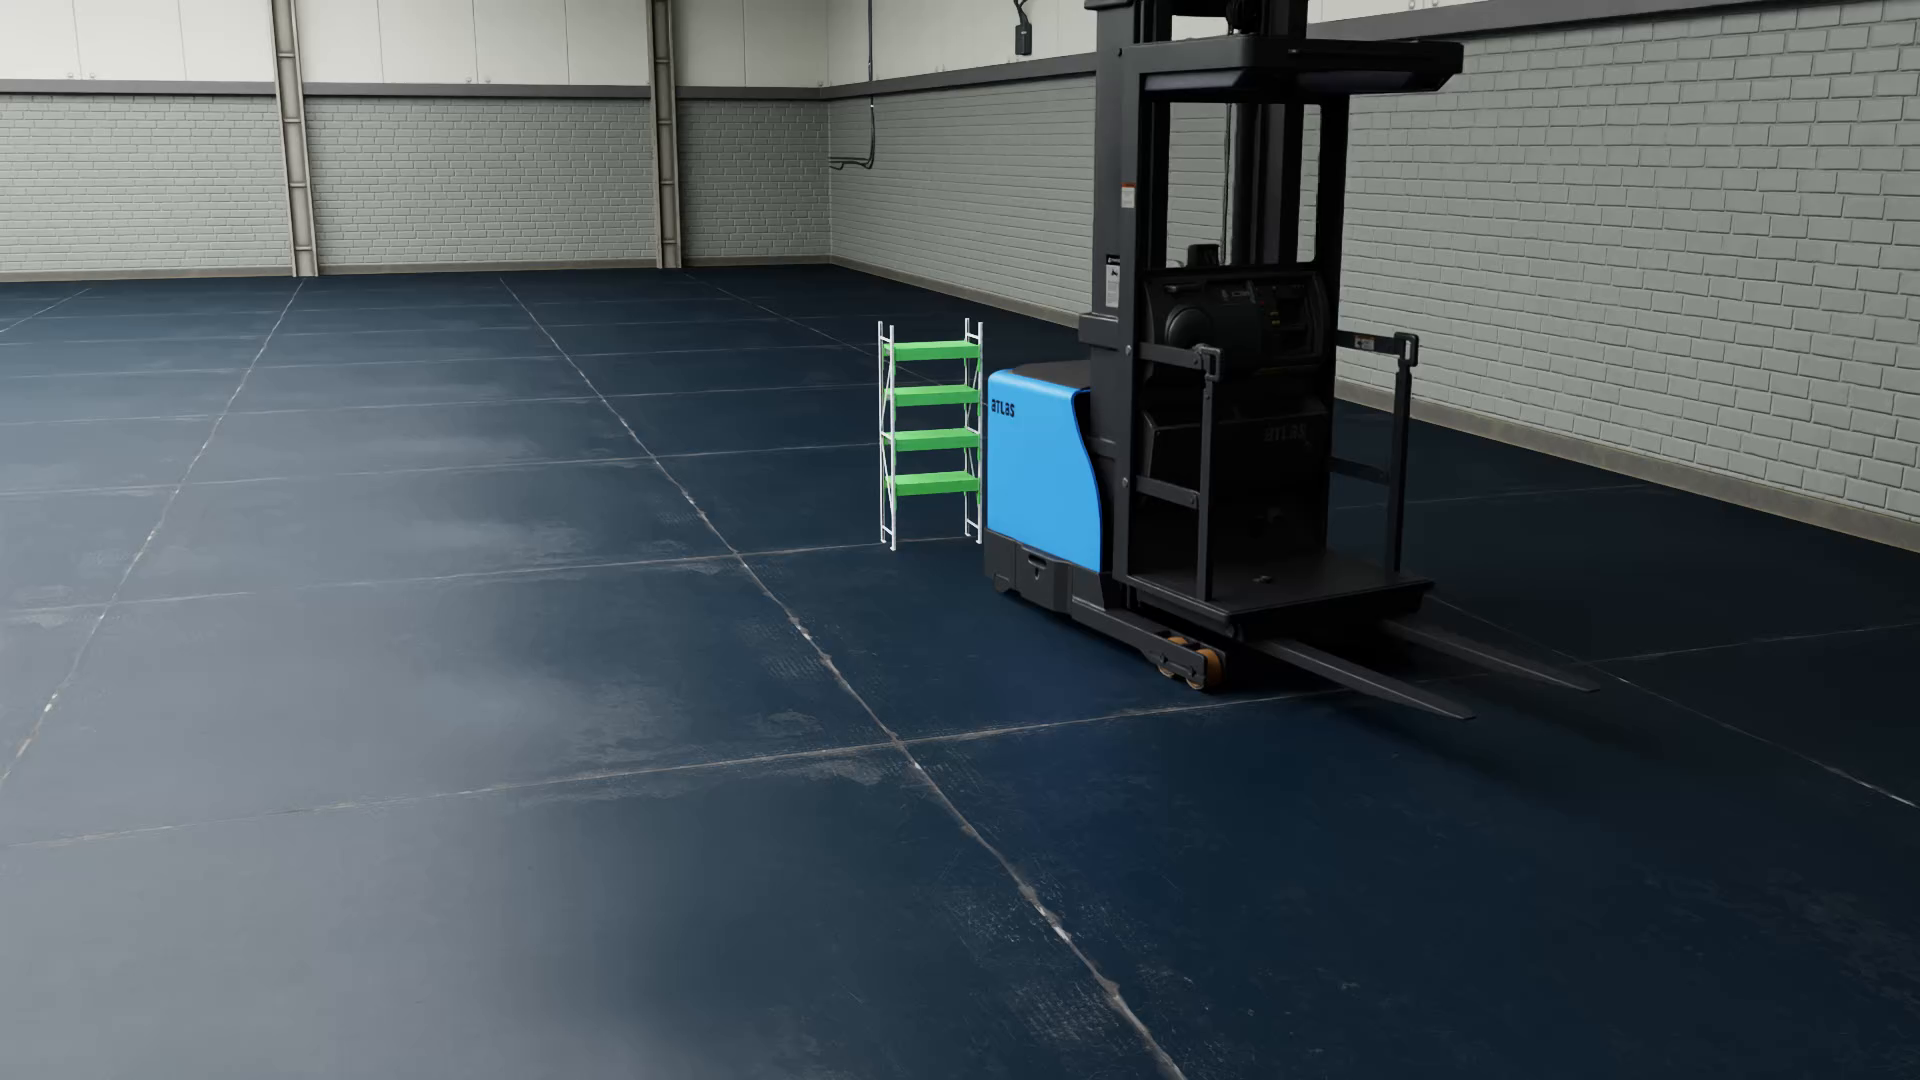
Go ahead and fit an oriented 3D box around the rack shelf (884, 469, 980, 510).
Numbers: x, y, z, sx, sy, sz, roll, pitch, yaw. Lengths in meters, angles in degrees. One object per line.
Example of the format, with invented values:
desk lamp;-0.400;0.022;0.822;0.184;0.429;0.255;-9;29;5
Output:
rack shelf;-0.157;-0.276;9.023;0.480;0.148;0.258;-4;14;-18

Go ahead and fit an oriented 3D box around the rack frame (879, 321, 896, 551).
rack frame;-0.388;-0.553;8.877;0.015;1.200;0.240;-4;14;-18

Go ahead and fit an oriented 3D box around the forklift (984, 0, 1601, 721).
forklift;1.270;-0.946;6.787;1.130;2.935;3.031;-7;15;-28

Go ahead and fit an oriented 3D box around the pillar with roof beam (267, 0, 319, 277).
pillar with roof beam;-9.455;-7.809;22.528;0.400;9.000;9.100;-4;14;-18

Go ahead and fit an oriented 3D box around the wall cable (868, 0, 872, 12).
wall cable;-1.065;-9.477;25.334;0.112;2.526;3.097;-4;14;-18

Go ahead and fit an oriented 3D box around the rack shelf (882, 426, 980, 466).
rack shelf;-0.157;-0.509;8.967;0.480;0.148;0.258;-4;14;-18

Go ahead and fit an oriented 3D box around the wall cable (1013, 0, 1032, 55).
wall cable;1.085;-8.695;18.902;0.169;6.003;2.305;-4;14;-18

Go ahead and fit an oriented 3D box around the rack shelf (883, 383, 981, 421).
rack shelf;-0.157;-0.743;8.912;0.480;0.148;0.258;-4;14;-18

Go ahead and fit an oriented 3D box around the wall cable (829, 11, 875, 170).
wall cable;-1.928;-7.613;28.413;0.112;2.526;3.097;-4;14;-18

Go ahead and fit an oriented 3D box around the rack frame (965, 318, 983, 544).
rack frame;0.074;-0.590;9.028;0.015;1.200;0.240;-4;14;-18

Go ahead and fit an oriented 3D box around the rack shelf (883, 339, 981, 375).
rack shelf;-0.157;-0.976;8.856;0.480;0.148;0.258;-4;14;-18

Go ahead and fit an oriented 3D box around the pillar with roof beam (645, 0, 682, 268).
pillar with roof beam;-3.769;-8.252;24.389;0.400;9.000;9.100;-4;14;-18

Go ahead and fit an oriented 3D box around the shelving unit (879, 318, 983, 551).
shelving unit;-0.157;-0.571;8.953;0.503;1.200;0.258;-4;14;-18
